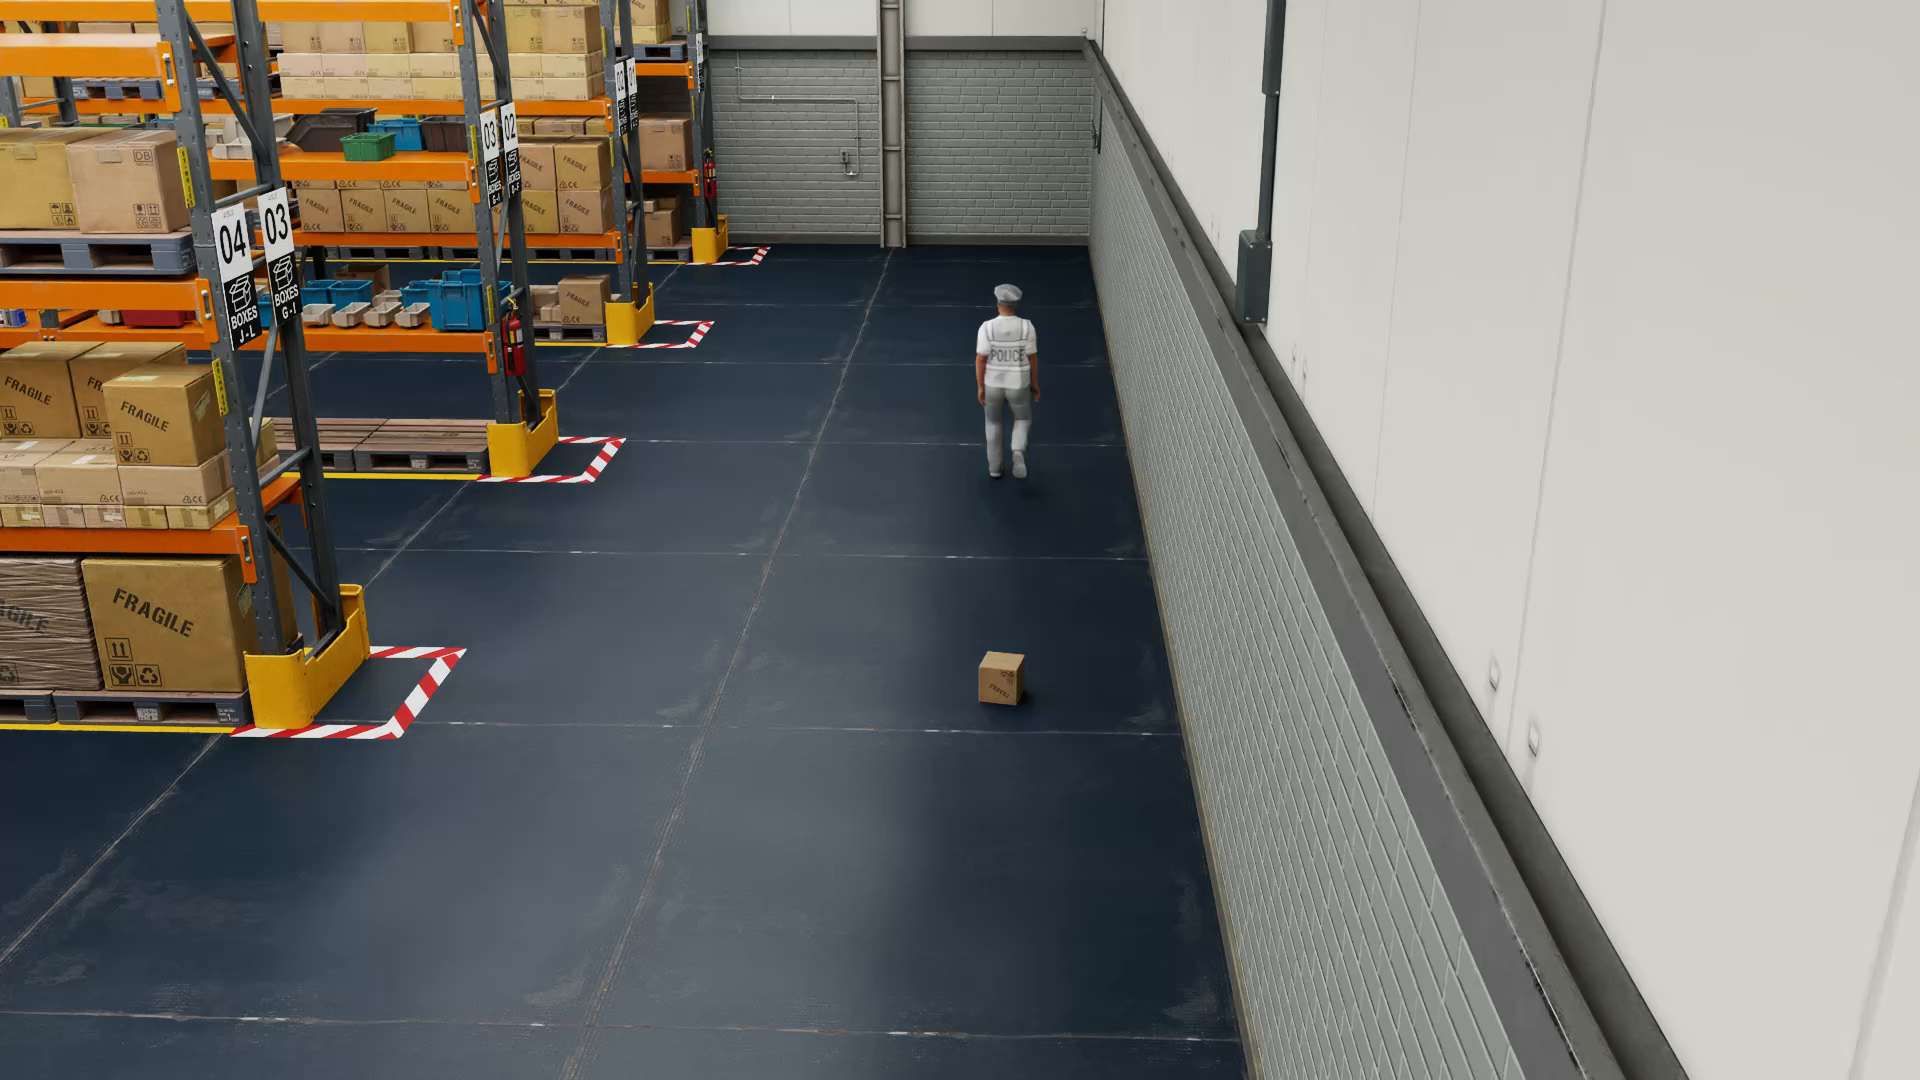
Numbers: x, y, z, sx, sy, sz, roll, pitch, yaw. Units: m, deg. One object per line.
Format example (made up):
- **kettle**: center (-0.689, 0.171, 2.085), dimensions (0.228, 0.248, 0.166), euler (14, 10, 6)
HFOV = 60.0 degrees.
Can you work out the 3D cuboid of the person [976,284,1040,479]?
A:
- **person**: center (0.425, -1.380, 14.664), dimensions (0.569, 1.758, 0.657), euler (0, 21, 1)
